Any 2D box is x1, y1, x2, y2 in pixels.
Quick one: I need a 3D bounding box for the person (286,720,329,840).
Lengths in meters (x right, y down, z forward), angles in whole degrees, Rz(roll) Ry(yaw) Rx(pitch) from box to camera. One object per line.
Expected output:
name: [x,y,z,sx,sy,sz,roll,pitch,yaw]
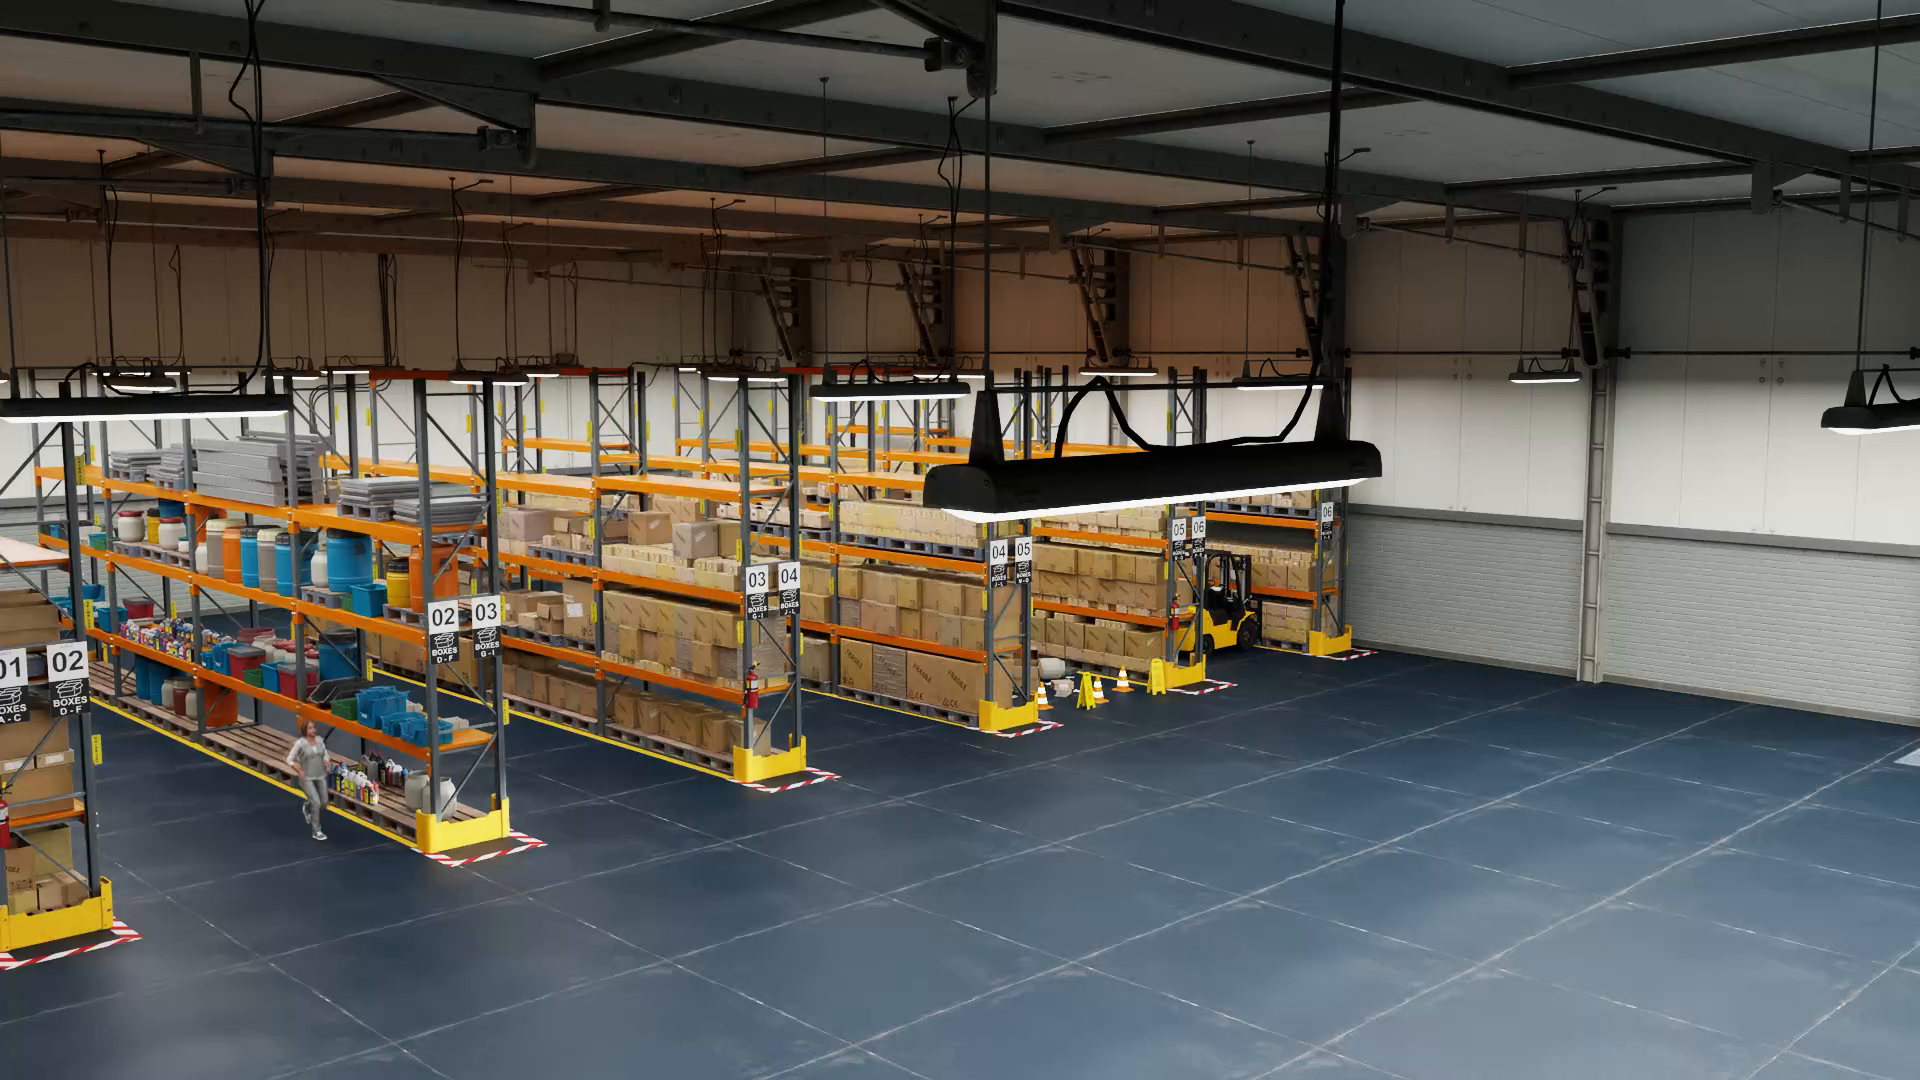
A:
person: [-8.495,3.112,21.719,0.666,1.552,0.541,6,9,41]
